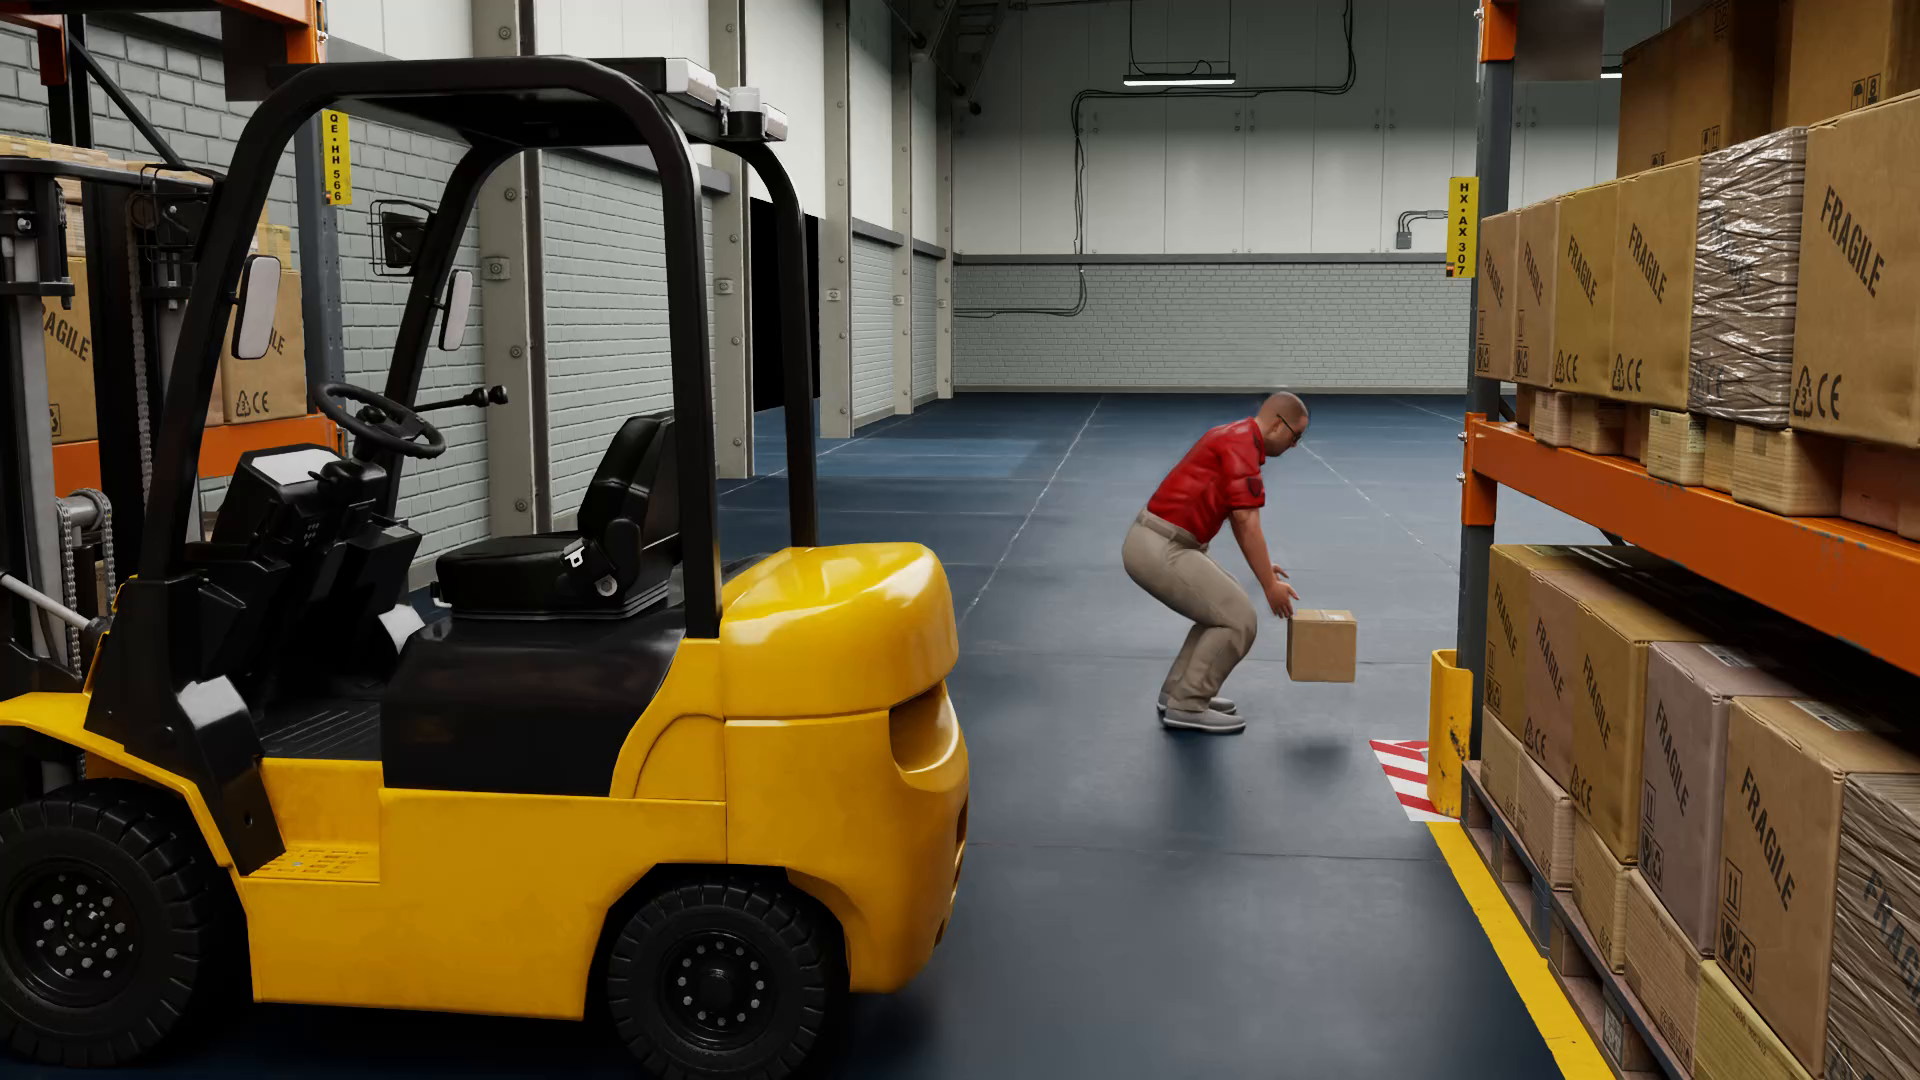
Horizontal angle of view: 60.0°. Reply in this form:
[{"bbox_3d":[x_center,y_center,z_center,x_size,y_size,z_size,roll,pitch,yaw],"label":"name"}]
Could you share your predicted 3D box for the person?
[{"bbox_3d":[1.029,0.072,6.774,0.738,1.352,0.590,1,8,6],"label":"person"}]
